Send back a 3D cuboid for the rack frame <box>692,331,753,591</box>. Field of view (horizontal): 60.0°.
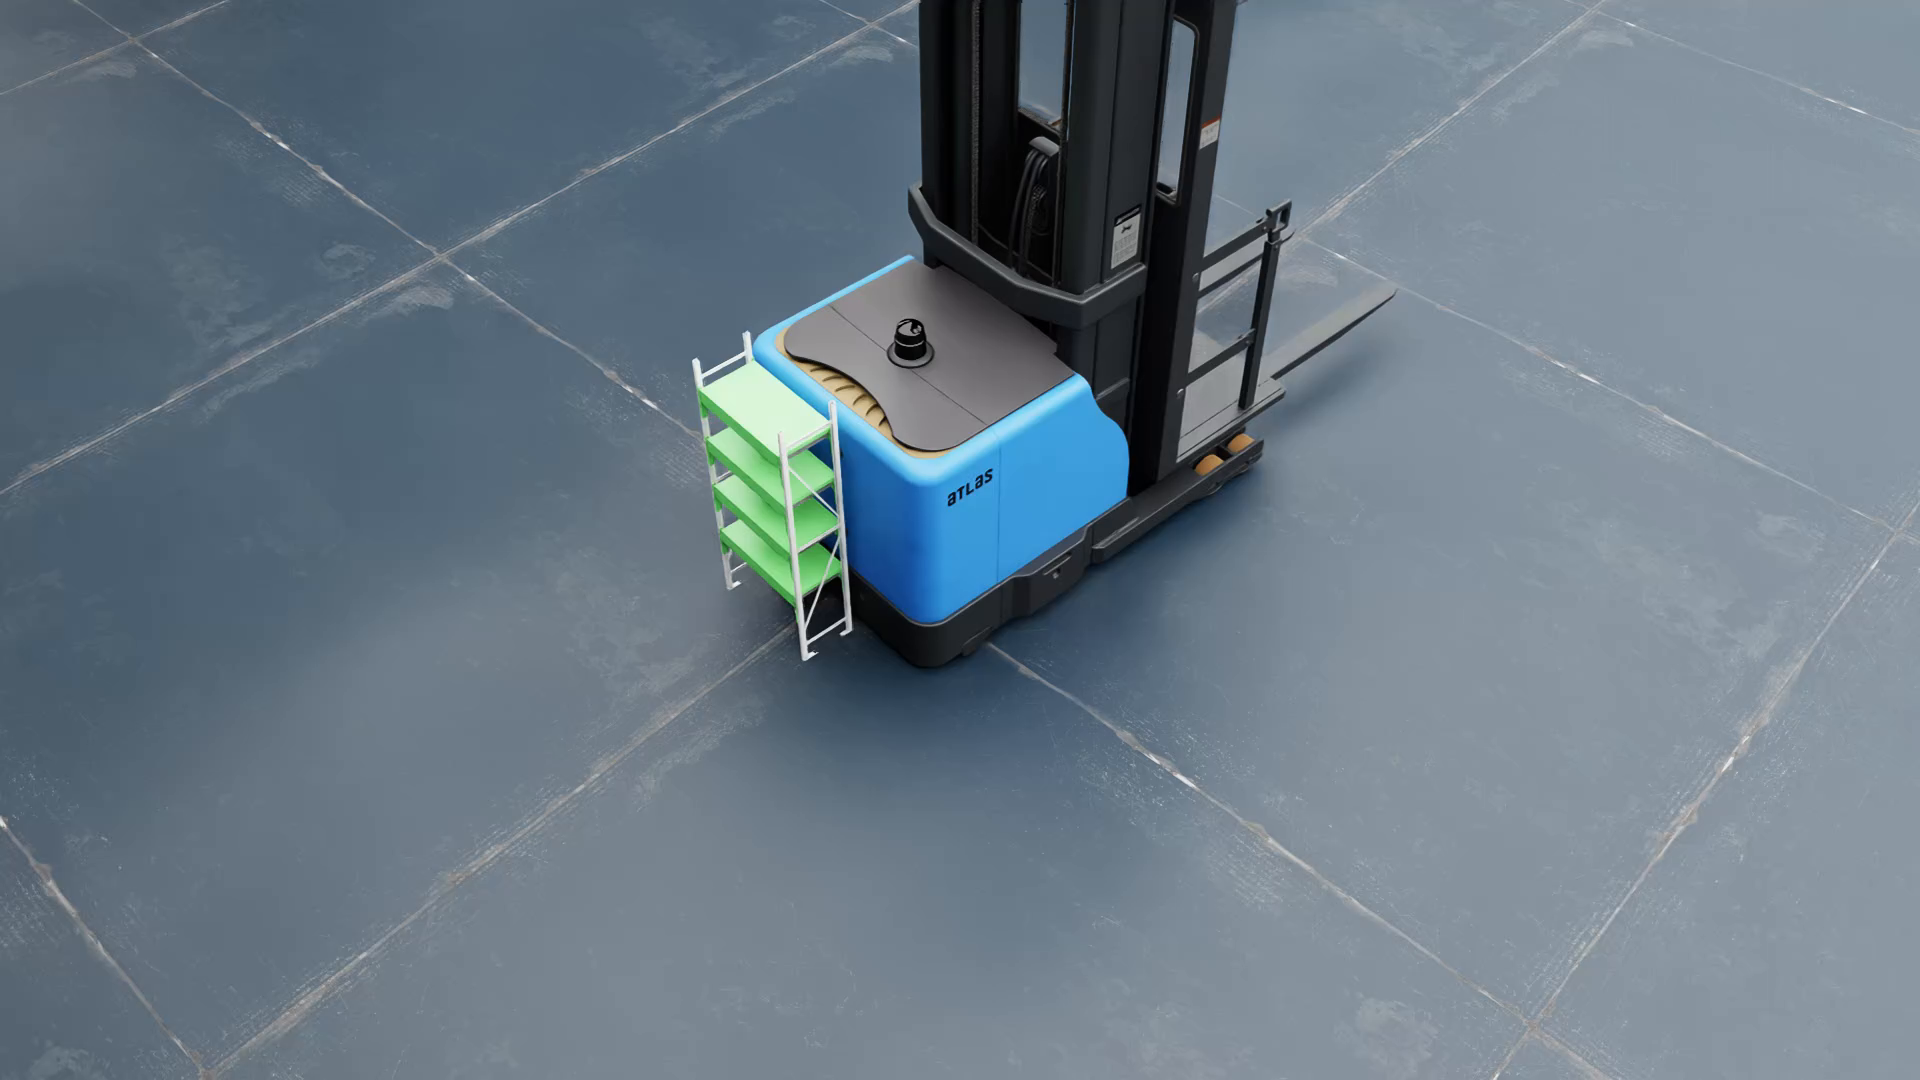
[{"bbox_3d":[-0.840,-0.269,6.288,0.240,1.200,0.015,-33,55,-27],"label":"rack frame"}]

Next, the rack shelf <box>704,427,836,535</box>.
[{"bbox_3d":[-0.678,-0.256,6.034,0.258,0.148,0.480,-33,55,-27],"label":"rack shelf"}]

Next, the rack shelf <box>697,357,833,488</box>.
[{"bbox_3d":[-0.678,-0.420,5.859,0.258,0.148,0.480,-33,55,-27],"label":"rack shelf"}]

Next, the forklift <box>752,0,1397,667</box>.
[{"bbox_3d":[0.658,-1.457,6.216,3.031,2.935,1.130,-33,55,-27],"label":"forklift"}]

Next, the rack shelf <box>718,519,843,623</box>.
[{"bbox_3d":[-0.678,0.072,6.384,0.258,0.148,0.480,-33,55,-27],"label":"rack shelf"}]

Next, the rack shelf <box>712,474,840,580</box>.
[{"bbox_3d":[-0.678,-0.092,6.209,0.258,0.148,0.480,-33,55,-27],"label":"rack shelf"}]

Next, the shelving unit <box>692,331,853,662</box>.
[{"bbox_3d":[-0.678,-0.136,6.163,0.258,1.200,0.503,-33,55,-27],"label":"shelving unit"}]

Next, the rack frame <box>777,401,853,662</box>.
[{"bbox_3d":[-0.516,-0.003,6.038,0.240,1.200,0.015,-33,55,-27],"label":"rack frame"}]
